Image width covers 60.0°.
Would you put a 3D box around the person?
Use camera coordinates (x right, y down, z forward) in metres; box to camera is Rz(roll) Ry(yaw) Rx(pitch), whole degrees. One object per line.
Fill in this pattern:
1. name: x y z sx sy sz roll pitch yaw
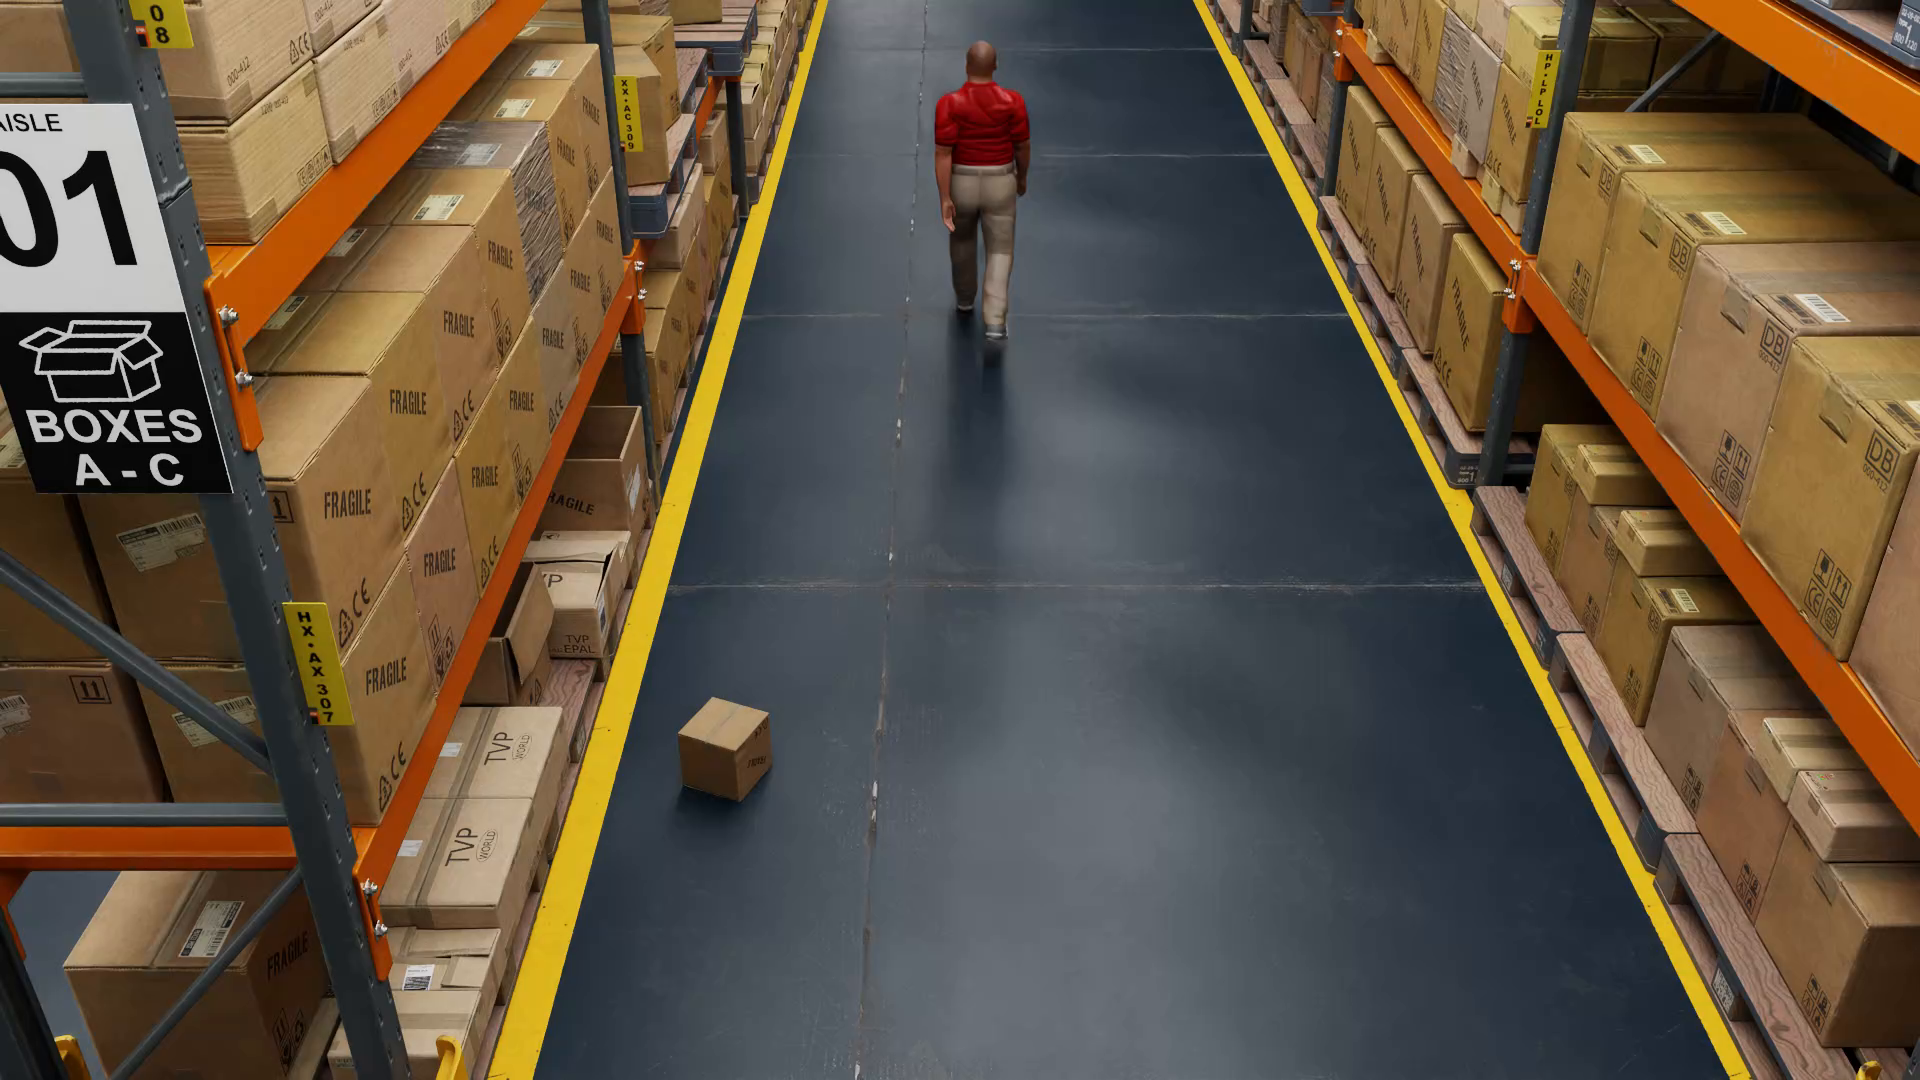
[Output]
1. person: 0.130 -1.998 9.429 0.534 1.675 1.015 1 31 2
